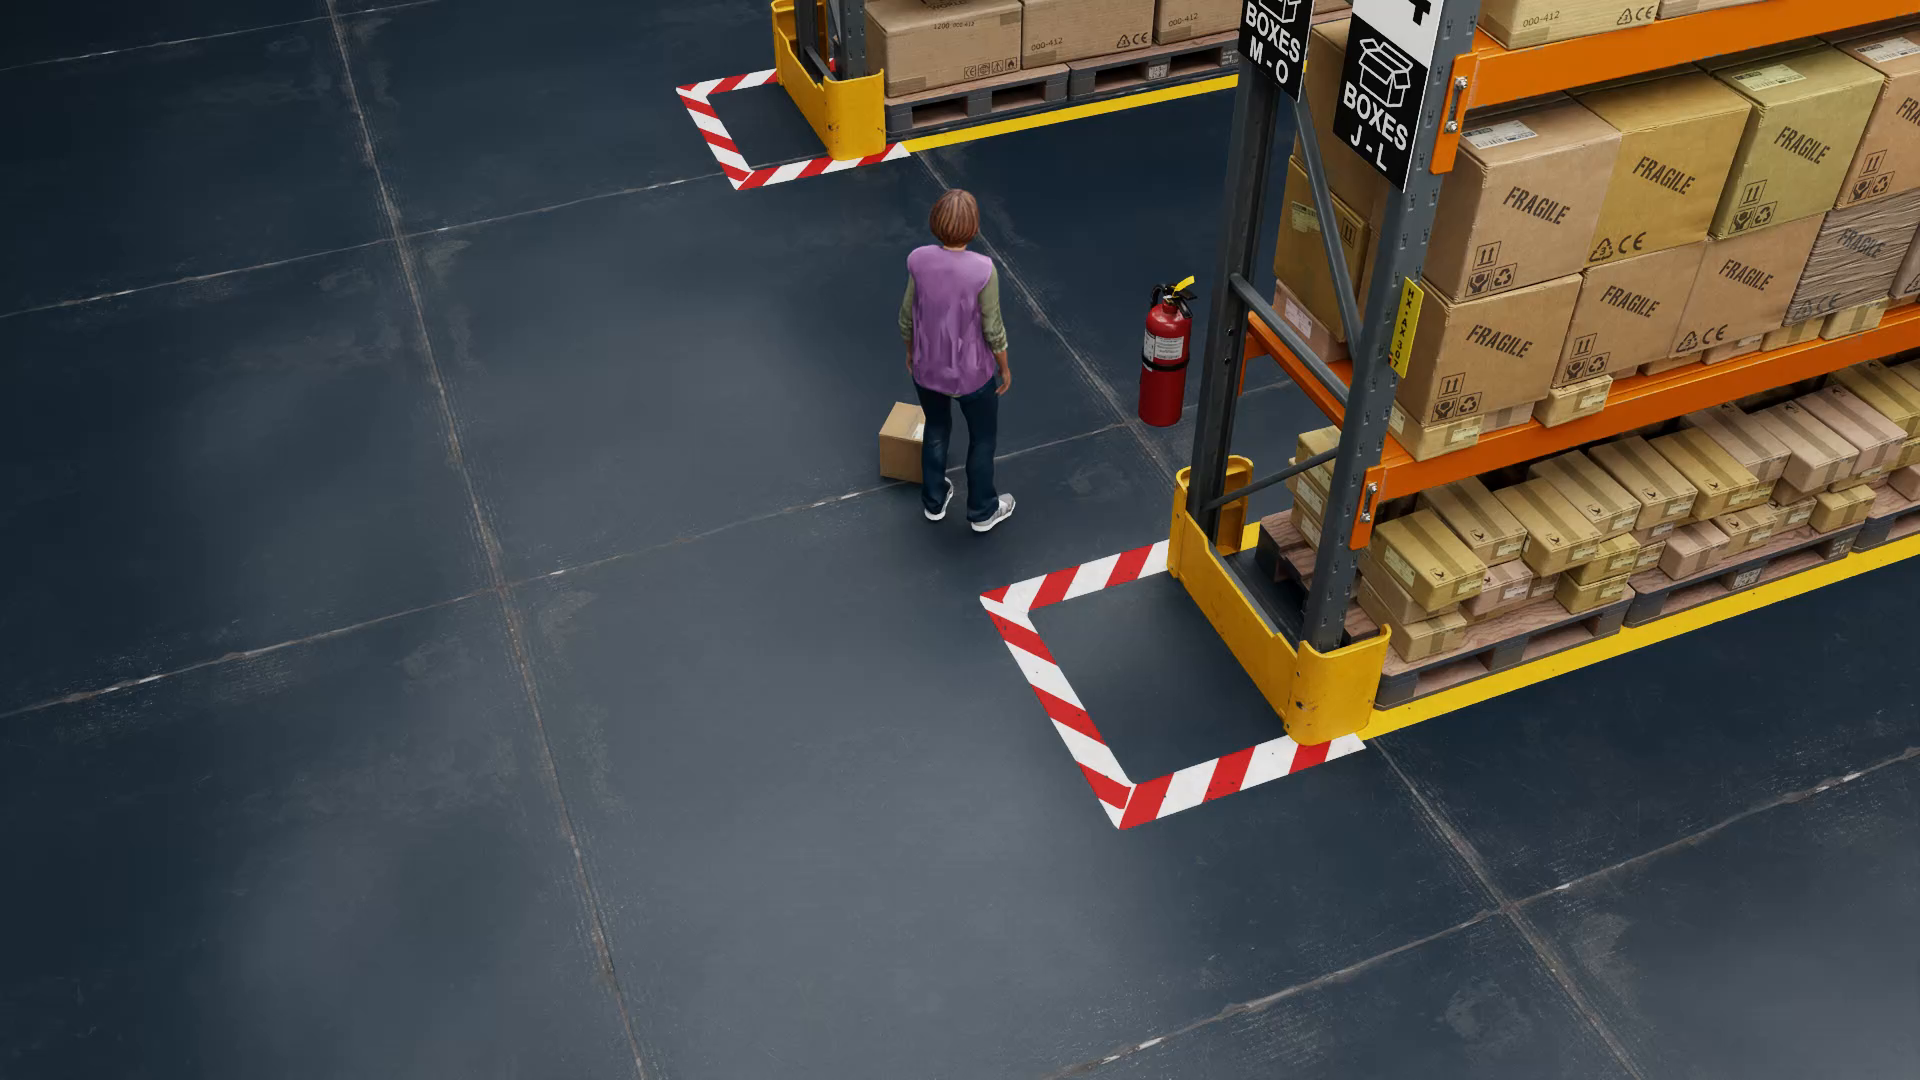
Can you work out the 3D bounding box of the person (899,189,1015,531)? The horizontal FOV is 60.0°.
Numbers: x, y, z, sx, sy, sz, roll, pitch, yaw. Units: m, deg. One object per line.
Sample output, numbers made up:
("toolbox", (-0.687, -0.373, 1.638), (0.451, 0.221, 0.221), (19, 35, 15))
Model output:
("person", (-0.017, -0.716, 6.954), (0.481, 1.593, 0.343), (15, 44, 16))
